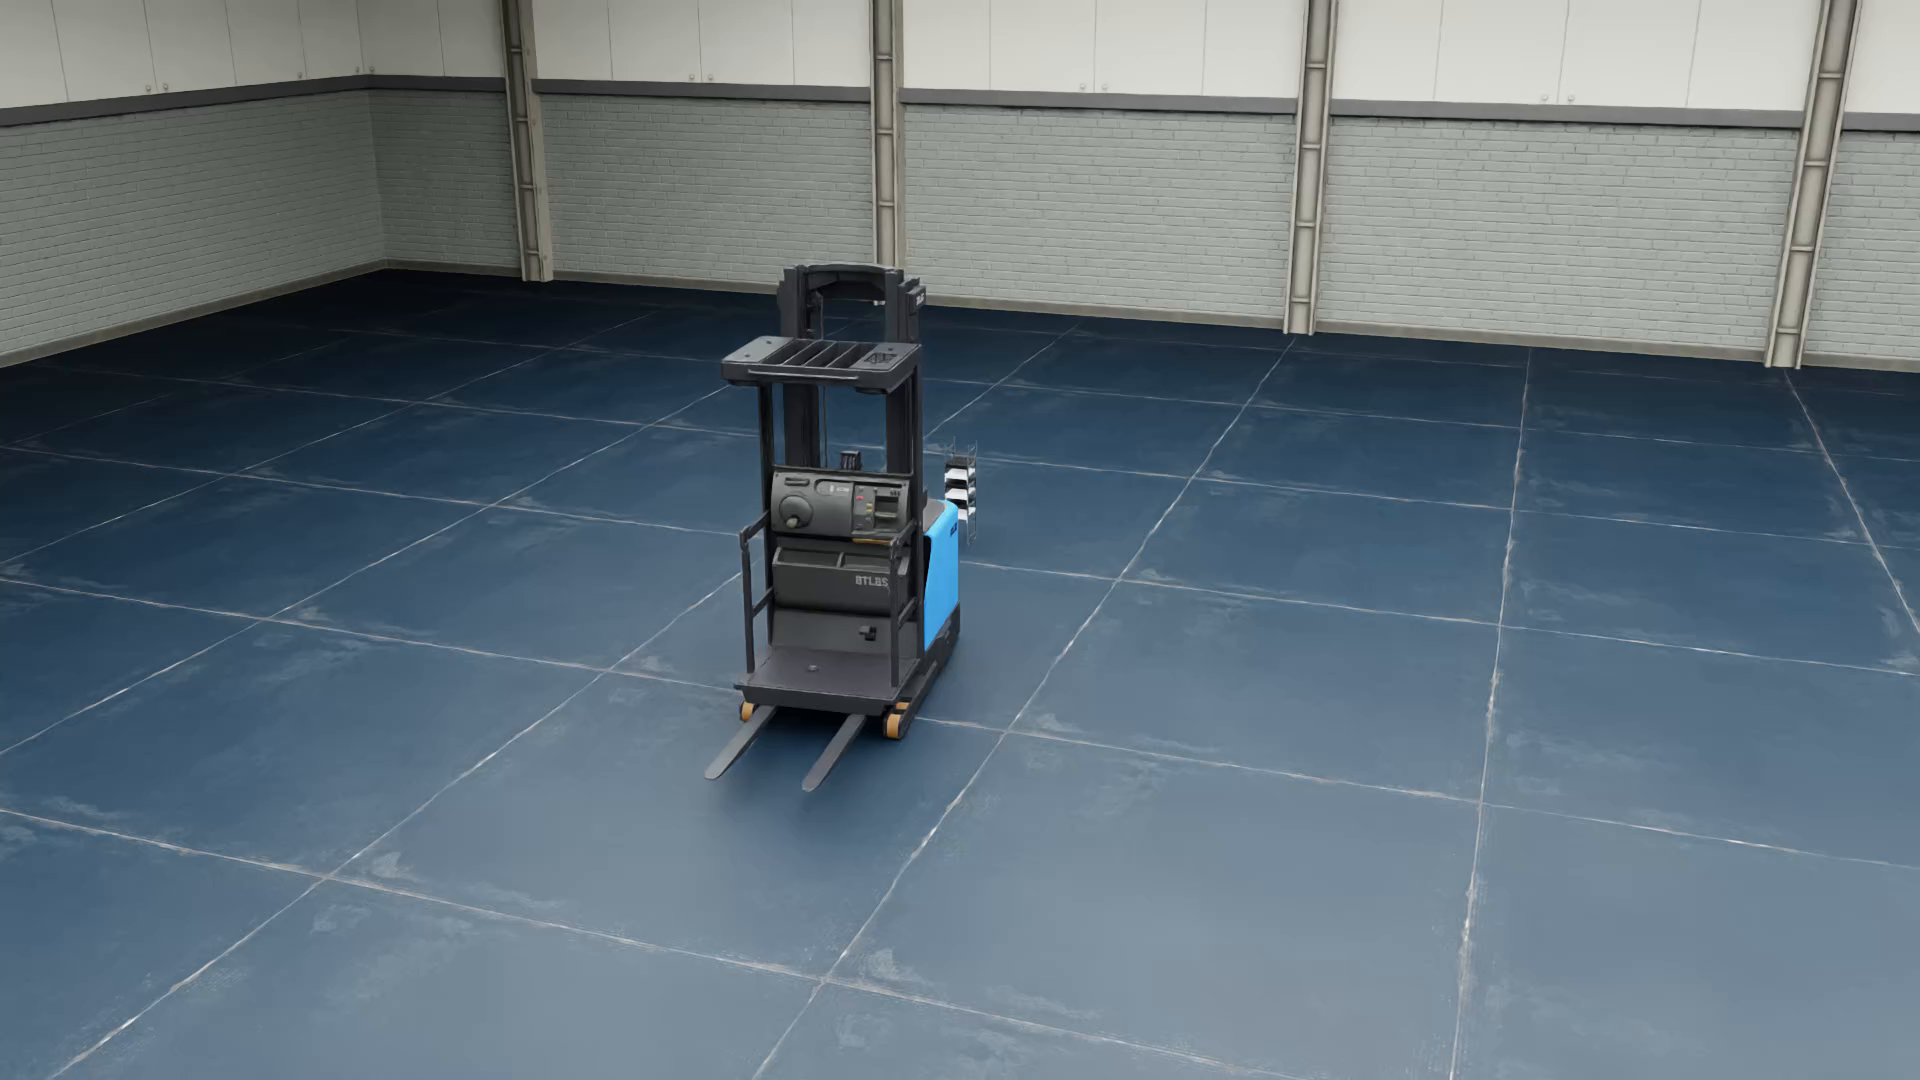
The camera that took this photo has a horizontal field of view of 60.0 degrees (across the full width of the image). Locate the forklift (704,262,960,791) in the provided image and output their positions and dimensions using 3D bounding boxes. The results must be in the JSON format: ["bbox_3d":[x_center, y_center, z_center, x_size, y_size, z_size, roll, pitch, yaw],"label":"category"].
[{"bbox_3d":[-0.840,-0.221,10.759,1.130,2.935,3.031,4,20,13],"label":"forklift"}]

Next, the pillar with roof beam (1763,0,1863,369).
[{"bbox_3d":[8.890,-5.100,15.536,0.400,9.000,9.100,7,20,18],"label":"pillar with roof beam"}]

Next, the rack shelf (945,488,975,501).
[{"bbox_3d":[0.008,-0.393,14.437,0.200,0.077,0.258,7,20,18],"label":"rack shelf"}]

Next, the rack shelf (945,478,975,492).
[{"bbox_3d":[0.008,-0.478,14.407,0.200,0.077,0.258,7,20,18],"label":"rack shelf"}]

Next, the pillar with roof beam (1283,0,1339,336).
[{"bbox_3d":[3.222,-5.748,17.395,0.400,9.000,9.100,7,20,18],"label":"pillar with roof beam"}]

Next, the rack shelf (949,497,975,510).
[{"bbox_3d":[0.008,-0.308,14.466,0.200,0.077,0.258,7,20,18],"label":"rack shelf"}]

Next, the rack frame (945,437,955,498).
[{"bbox_3d":[-0.088,-0.435,14.457,0.006,0.900,0.240,7,20,18],"label":"rack frame"}]

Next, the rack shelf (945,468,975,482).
[{"bbox_3d":[0.008,-0.563,14.377,0.200,0.077,0.258,7,20,18],"label":"rack shelf"}]

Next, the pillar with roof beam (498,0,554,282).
[{"bbox_3d":[-8.113,-7.044,21.114,0.400,9.000,9.100,7,20,18],"label":"pillar with roof beam"}]

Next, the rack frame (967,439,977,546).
[{"bbox_3d":[0.104,-0.413,14.394,0.006,0.900,0.240,7,20,18],"label":"rack frame"}]

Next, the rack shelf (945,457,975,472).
[{"bbox_3d":[0.008,-0.648,14.348,0.200,0.077,0.258,7,20,18],"label":"rack shelf"}]

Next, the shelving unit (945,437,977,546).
[{"bbox_3d":[0.008,-0.424,14.426,0.210,0.900,0.258,7,20,18],"label":"shelving unit"}]

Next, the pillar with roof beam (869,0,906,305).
[{"bbox_3d":[-2.446,-6.396,19.255,0.400,9.000,9.100,7,20,18],"label":"pillar with roof beam"}]

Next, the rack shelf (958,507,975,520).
[{"bbox_3d":[0.008,-0.223,14.496,0.200,0.077,0.258,7,20,18],"label":"rack shelf"}]
